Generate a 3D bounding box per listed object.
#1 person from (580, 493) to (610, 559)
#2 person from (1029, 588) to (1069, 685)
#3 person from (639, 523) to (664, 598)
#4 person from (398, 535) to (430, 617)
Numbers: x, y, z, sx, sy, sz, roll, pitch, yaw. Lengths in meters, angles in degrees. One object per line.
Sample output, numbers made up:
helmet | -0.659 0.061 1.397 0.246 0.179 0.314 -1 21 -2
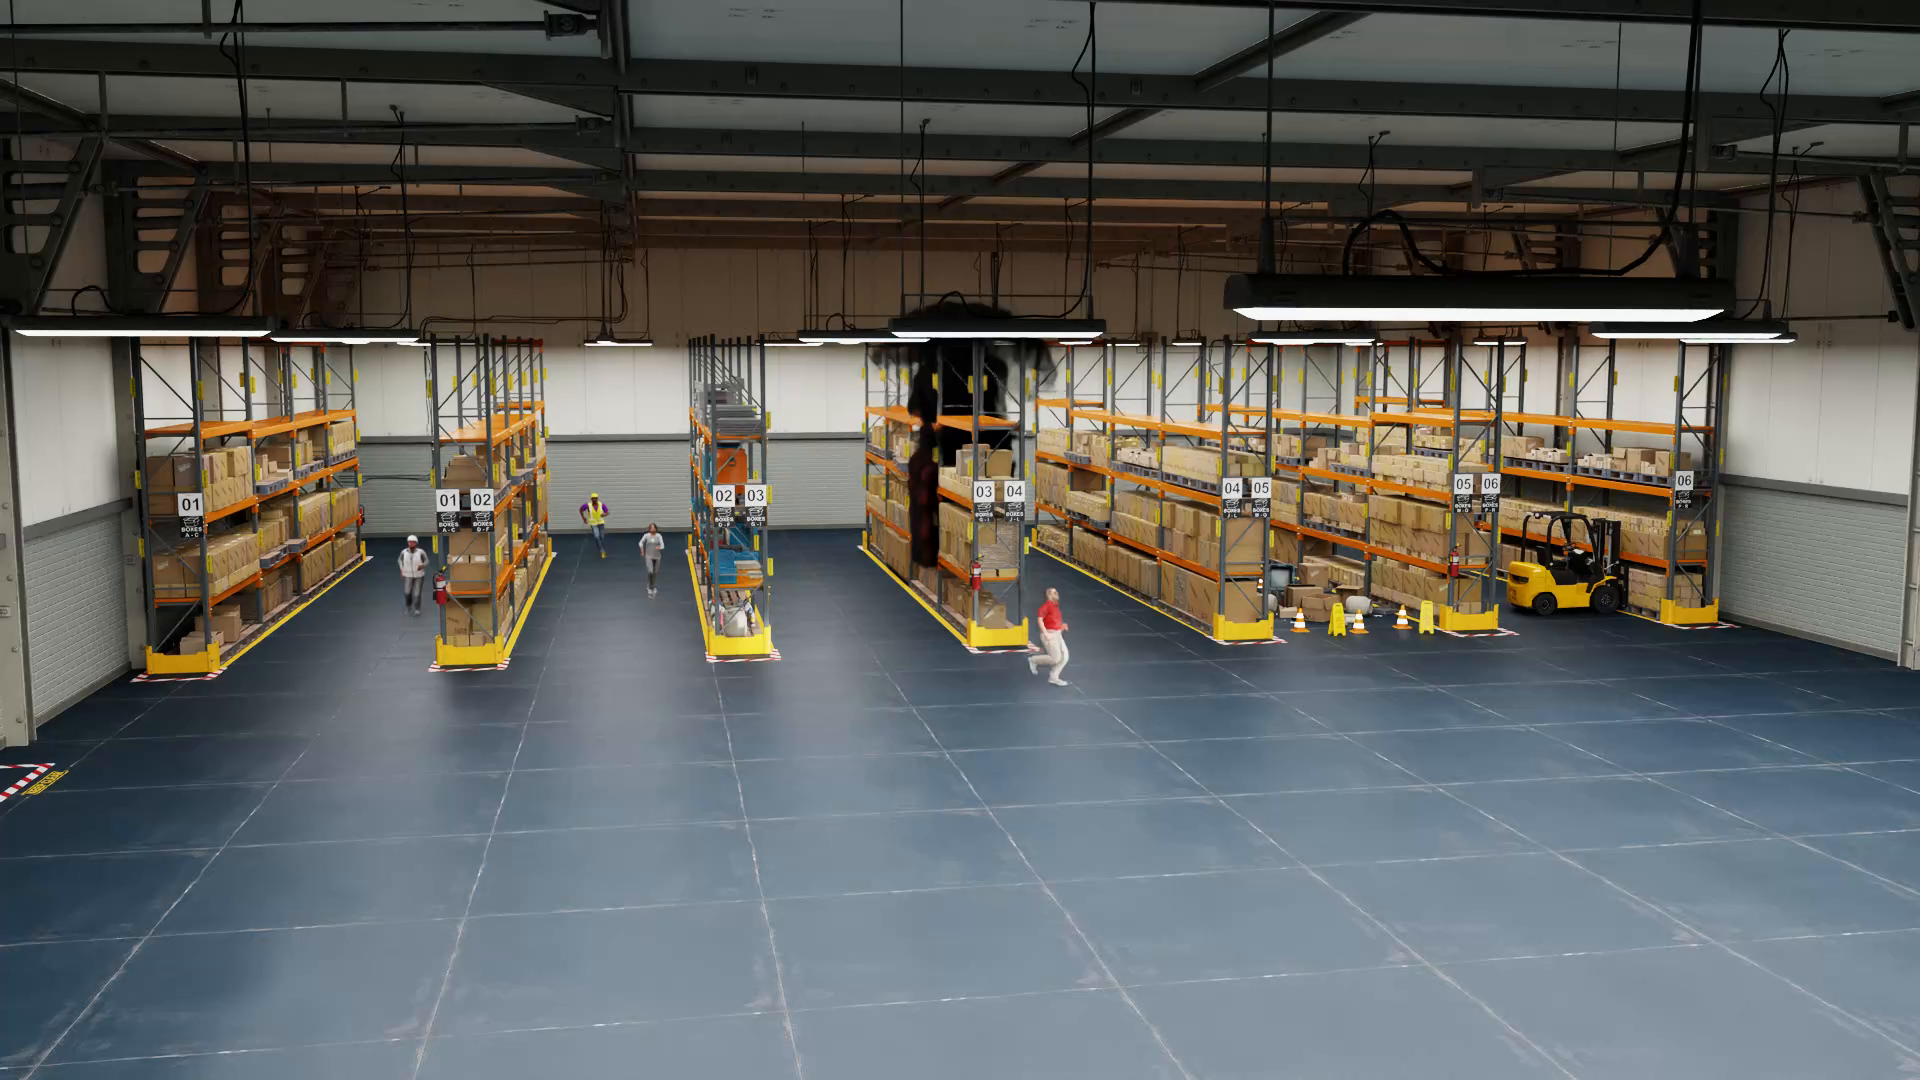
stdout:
person | -10.042 -0.398 45.849 0.765 1.807 0.789 -3 7 -26
person | 1.530 1.643 28.478 0.633 1.666 0.667 3 7 24
person | -6.785 0.447 36.716 0.510 1.652 0.662 -2 7 -19
person | -11.683 0.778 35.569 0.661 1.759 0.677 -1 7 -13
